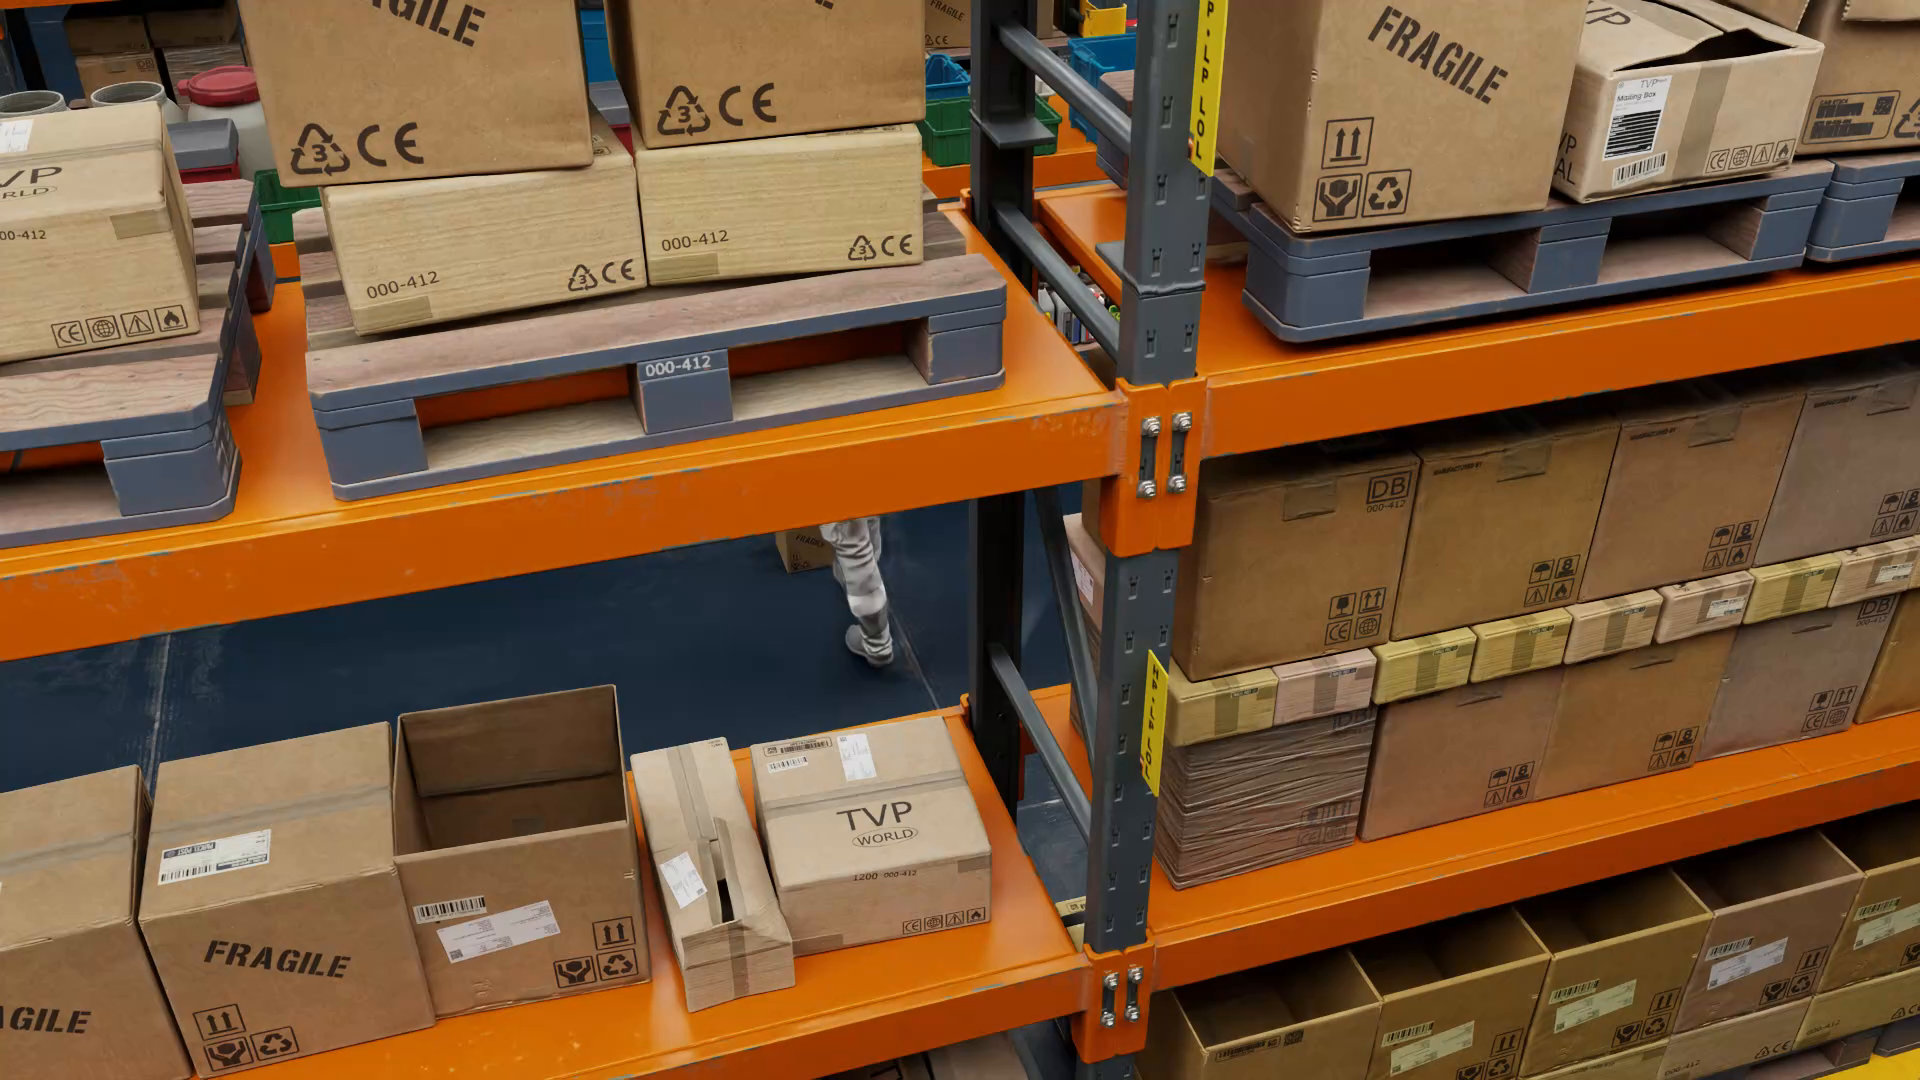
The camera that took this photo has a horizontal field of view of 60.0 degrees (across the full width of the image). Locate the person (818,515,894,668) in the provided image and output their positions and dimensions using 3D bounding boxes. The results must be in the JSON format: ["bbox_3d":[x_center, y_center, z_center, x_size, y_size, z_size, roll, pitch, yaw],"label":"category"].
[{"bbox_3d":[-0.487,-0.381,6.661,0.544,1.778,0.760,-21,39,-28],"label":"person"}]
